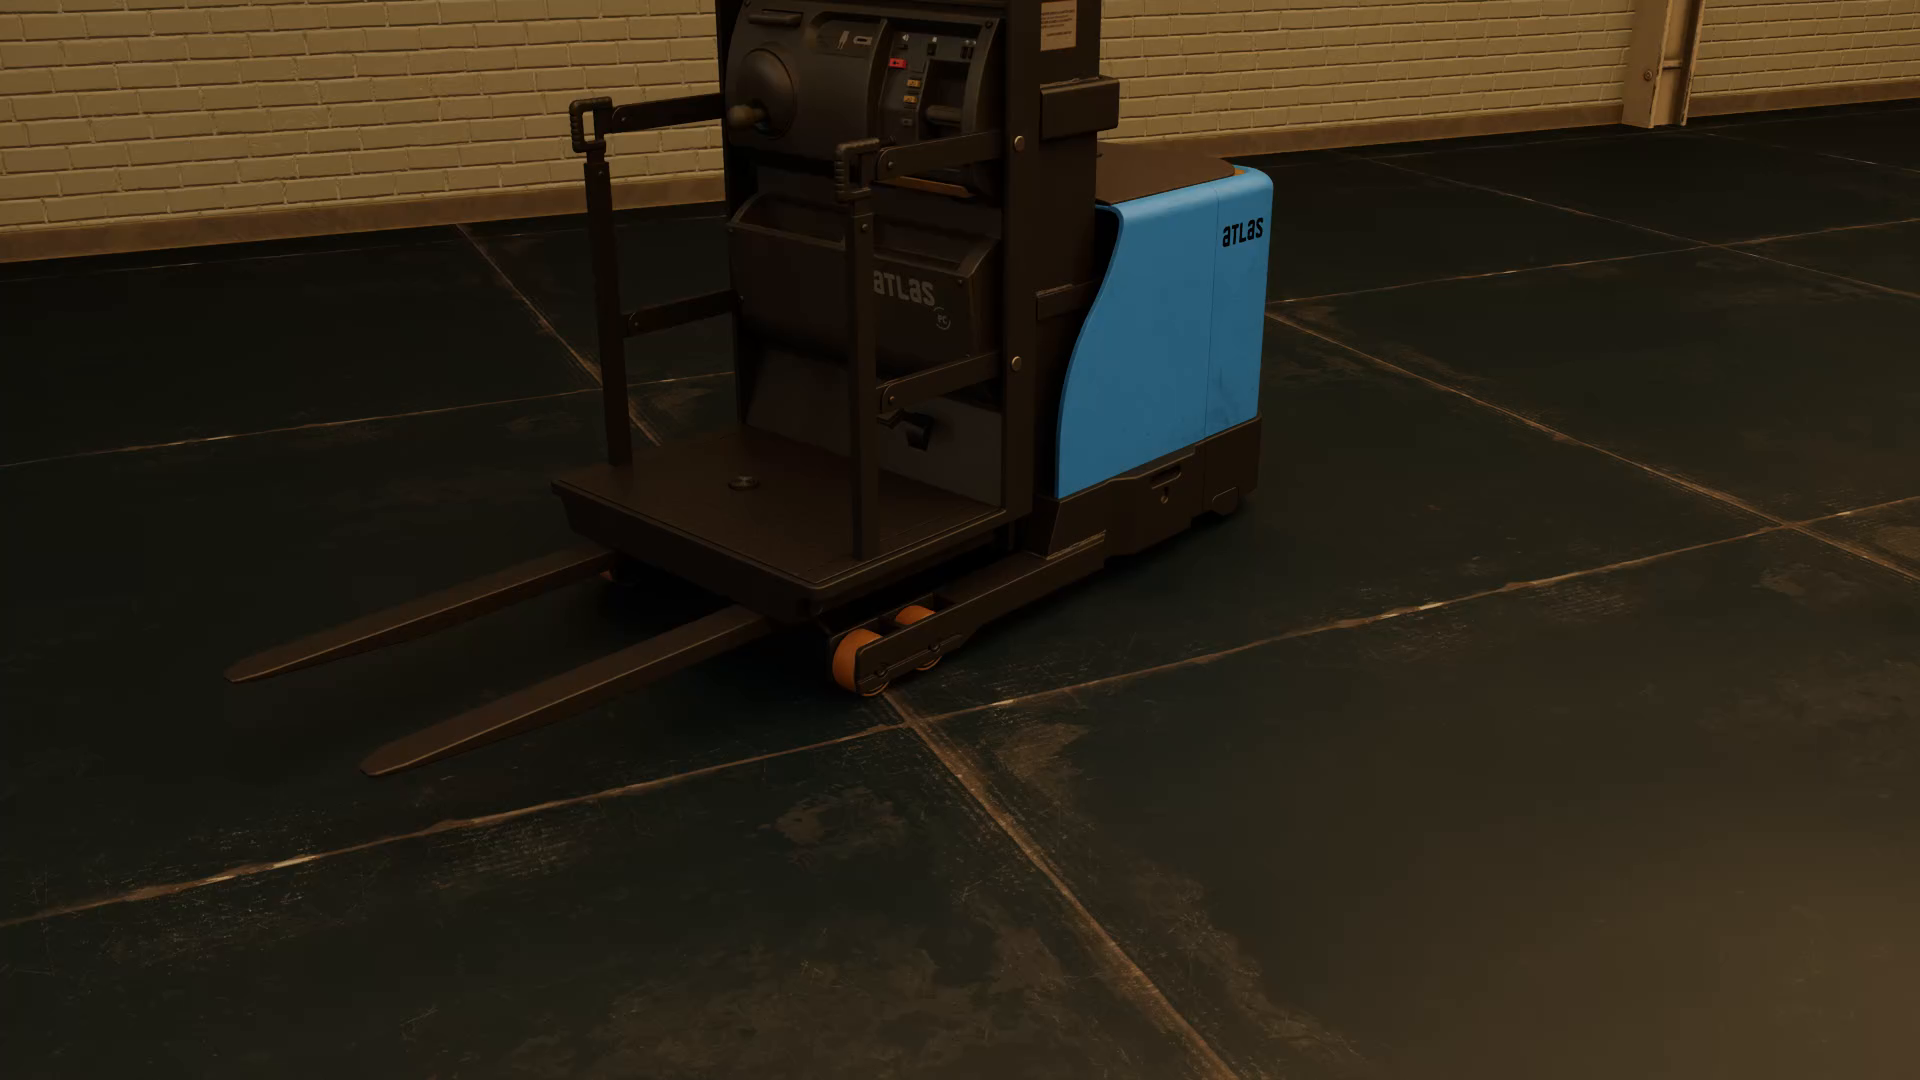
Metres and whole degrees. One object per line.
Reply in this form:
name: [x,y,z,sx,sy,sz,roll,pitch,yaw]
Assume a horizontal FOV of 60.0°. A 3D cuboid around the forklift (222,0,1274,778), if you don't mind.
forklift: [-0.413,-1.182,4.131,1.130,2.935,3.031,19,29,39]
